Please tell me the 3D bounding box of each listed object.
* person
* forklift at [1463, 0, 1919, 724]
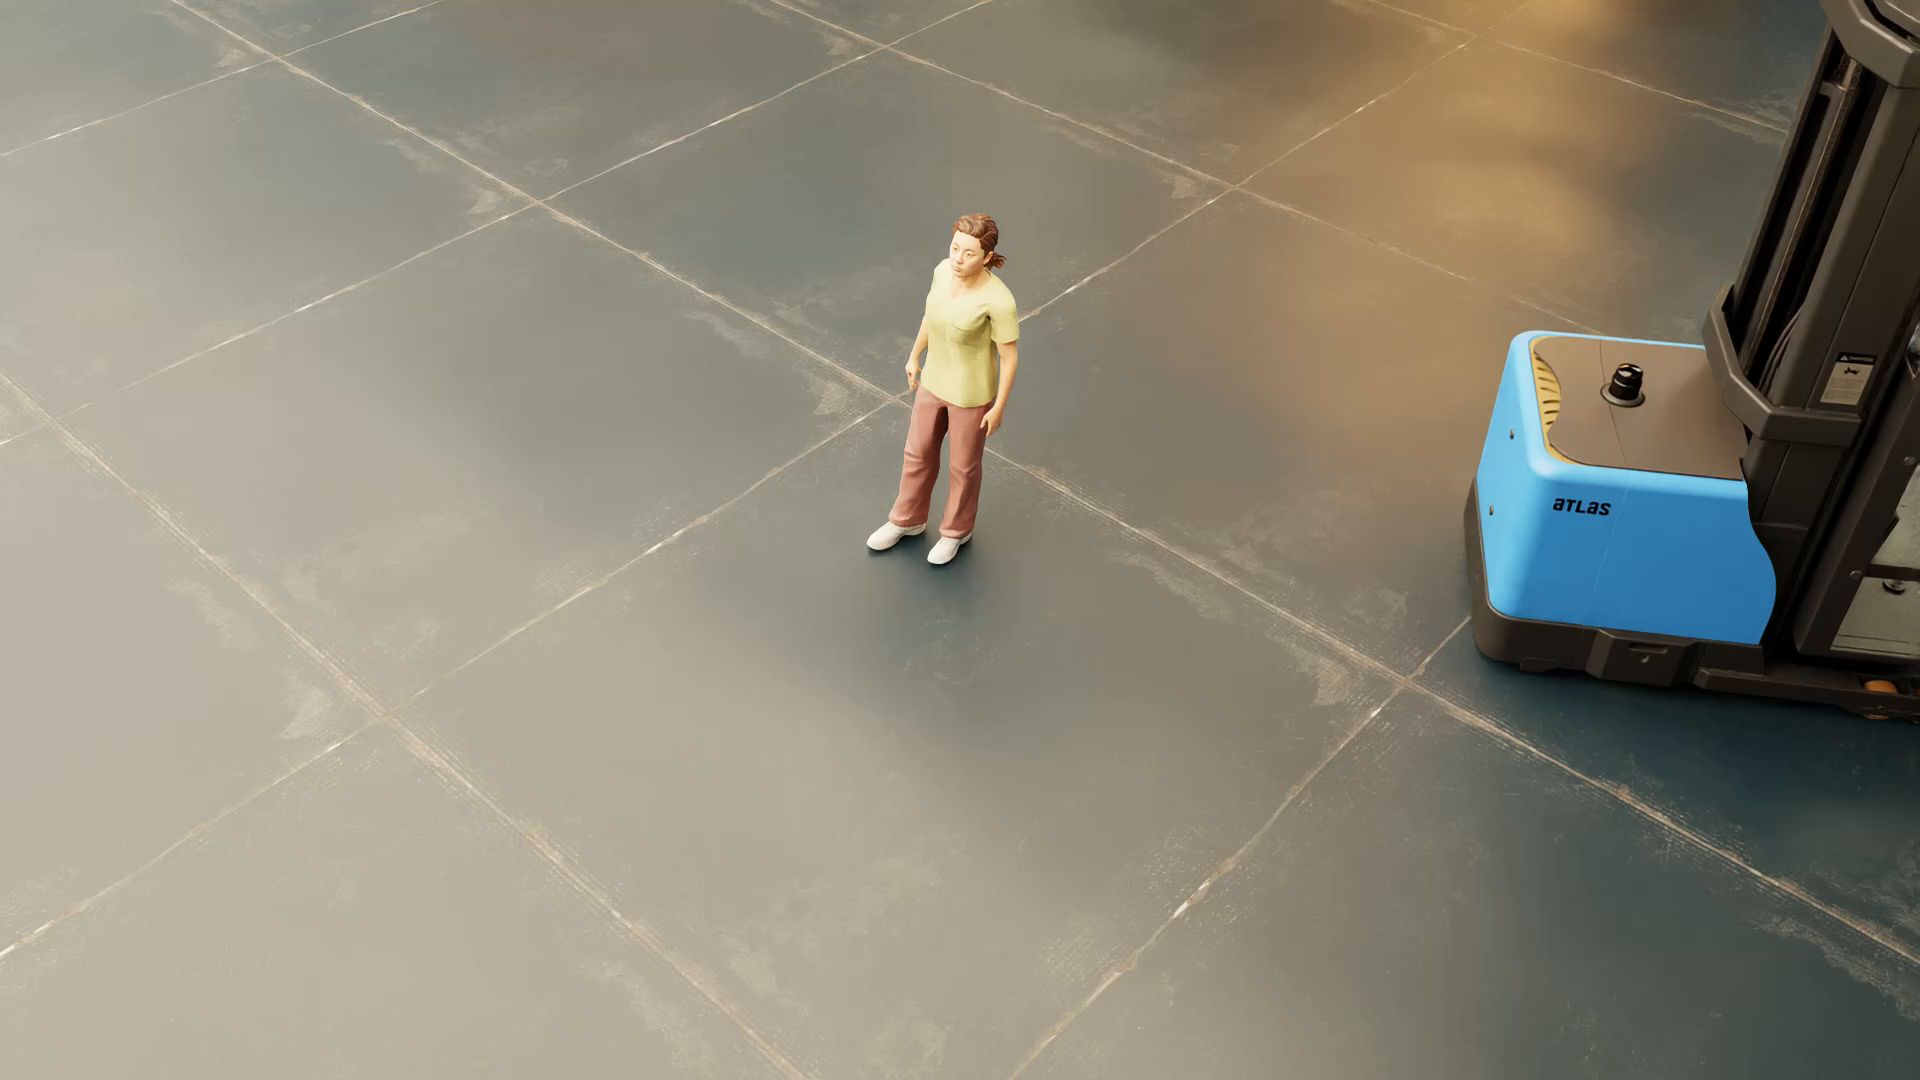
[{"bbox_3d":[-0.058,-0.611,7.094,0.553,1.675,0.549,31,49,31],"label":"person"},{"bbox_3d":[3.752,-0.730,6.279,3.031,2.935,1.130,6,41,7],"label":"forklift"}]
